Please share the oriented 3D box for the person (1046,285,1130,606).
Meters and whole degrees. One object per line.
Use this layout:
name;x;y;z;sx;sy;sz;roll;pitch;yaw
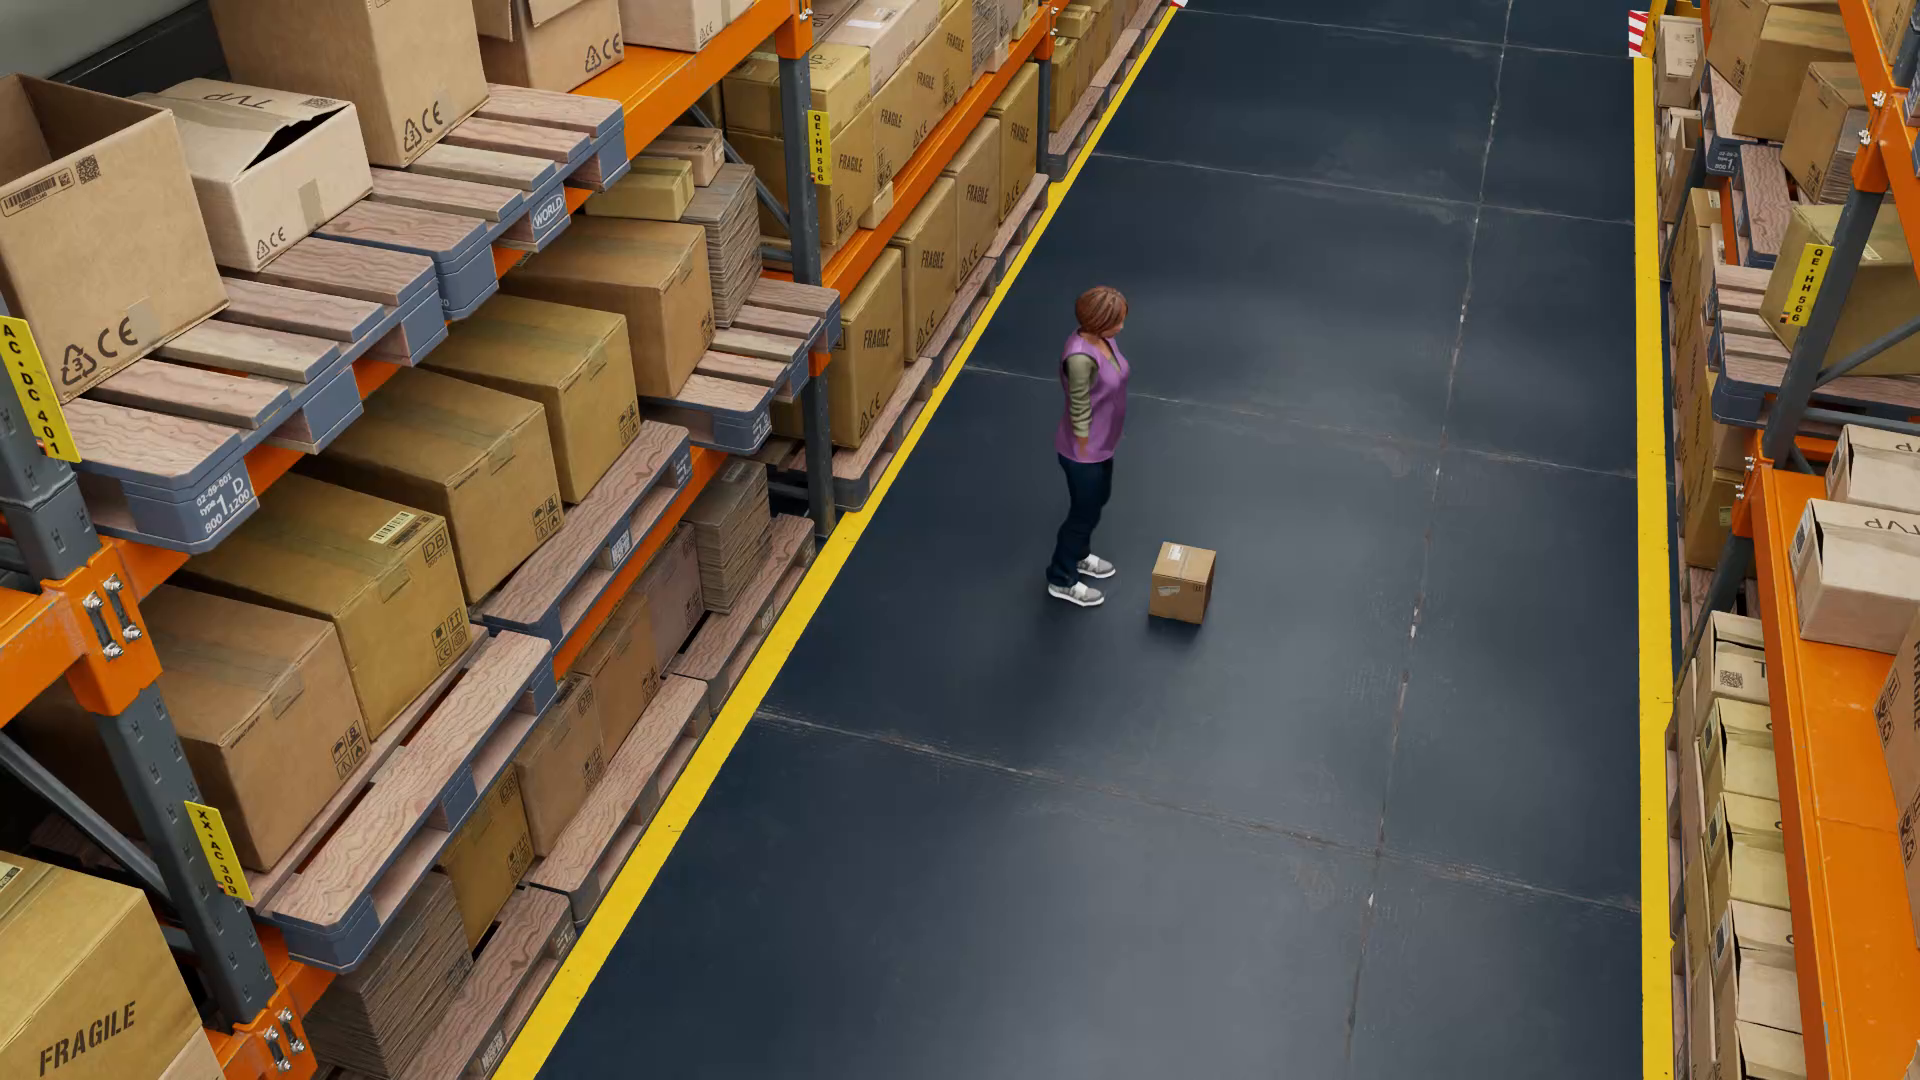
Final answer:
person;0.582;-0.436;7.472;0.301;1.594;0.407;12;39;15
